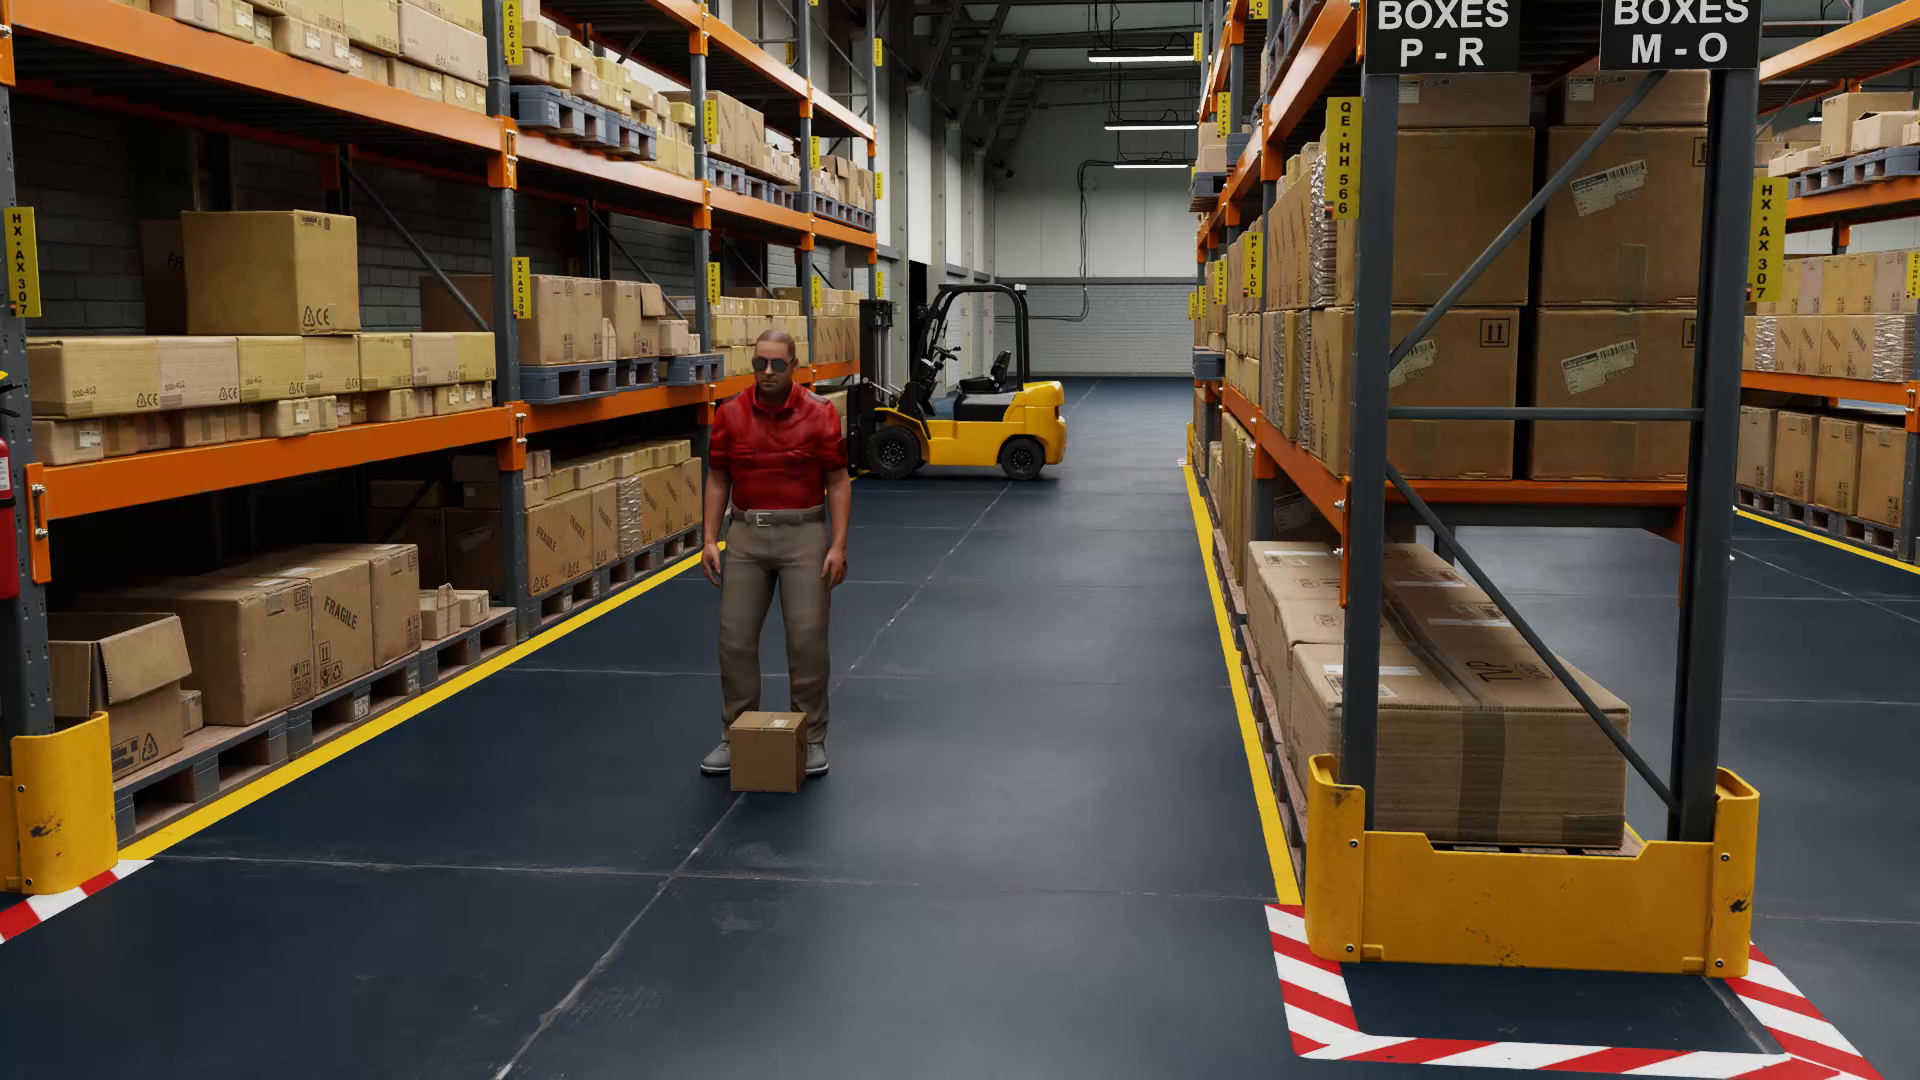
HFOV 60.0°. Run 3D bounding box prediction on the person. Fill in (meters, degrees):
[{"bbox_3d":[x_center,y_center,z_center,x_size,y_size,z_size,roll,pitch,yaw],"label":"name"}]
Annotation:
[{"bbox_3d":[-0.721,0.042,6.521,0.585,1.727,0.392,1,8,7],"label":"person"}]
